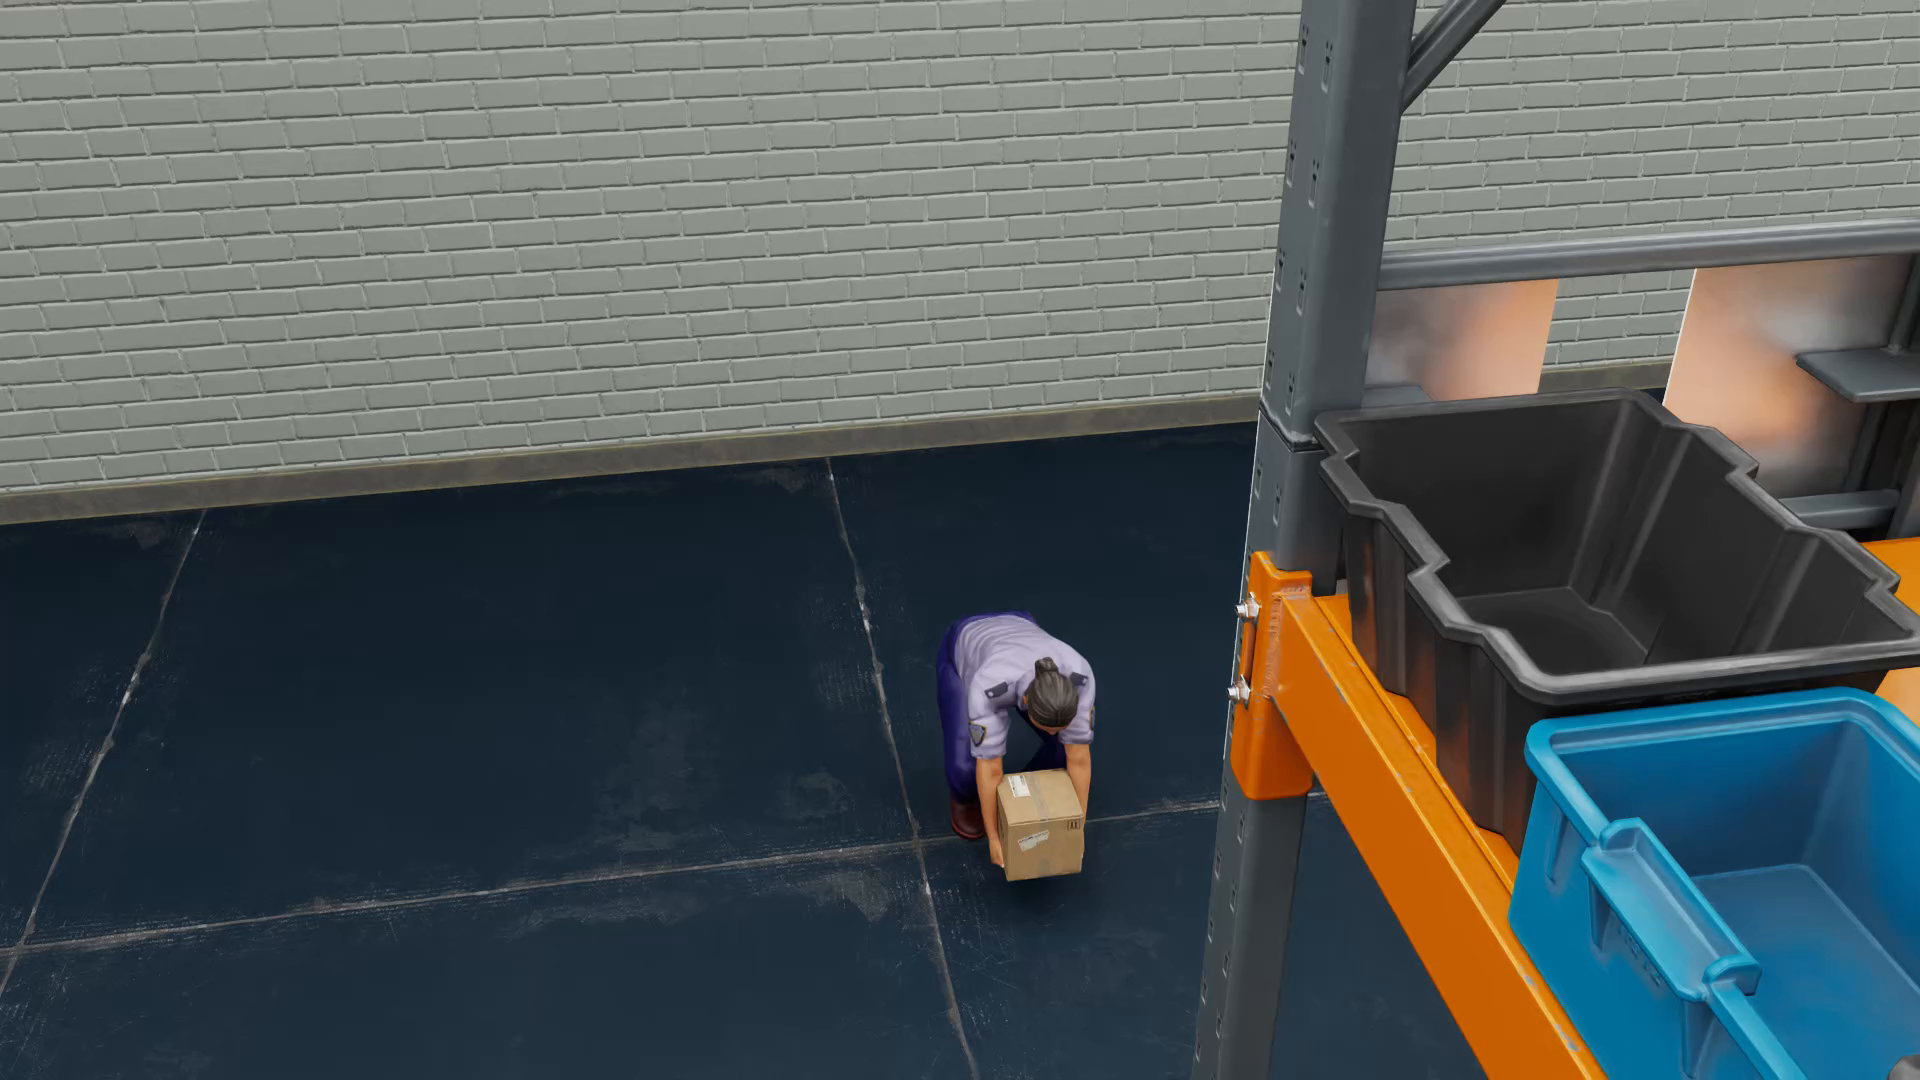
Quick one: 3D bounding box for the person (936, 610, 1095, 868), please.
[{"bbox_3d":[0.189,0.667,5.745,0.508,0.922,0.868,-6,31,-11],"label":"person"}]
